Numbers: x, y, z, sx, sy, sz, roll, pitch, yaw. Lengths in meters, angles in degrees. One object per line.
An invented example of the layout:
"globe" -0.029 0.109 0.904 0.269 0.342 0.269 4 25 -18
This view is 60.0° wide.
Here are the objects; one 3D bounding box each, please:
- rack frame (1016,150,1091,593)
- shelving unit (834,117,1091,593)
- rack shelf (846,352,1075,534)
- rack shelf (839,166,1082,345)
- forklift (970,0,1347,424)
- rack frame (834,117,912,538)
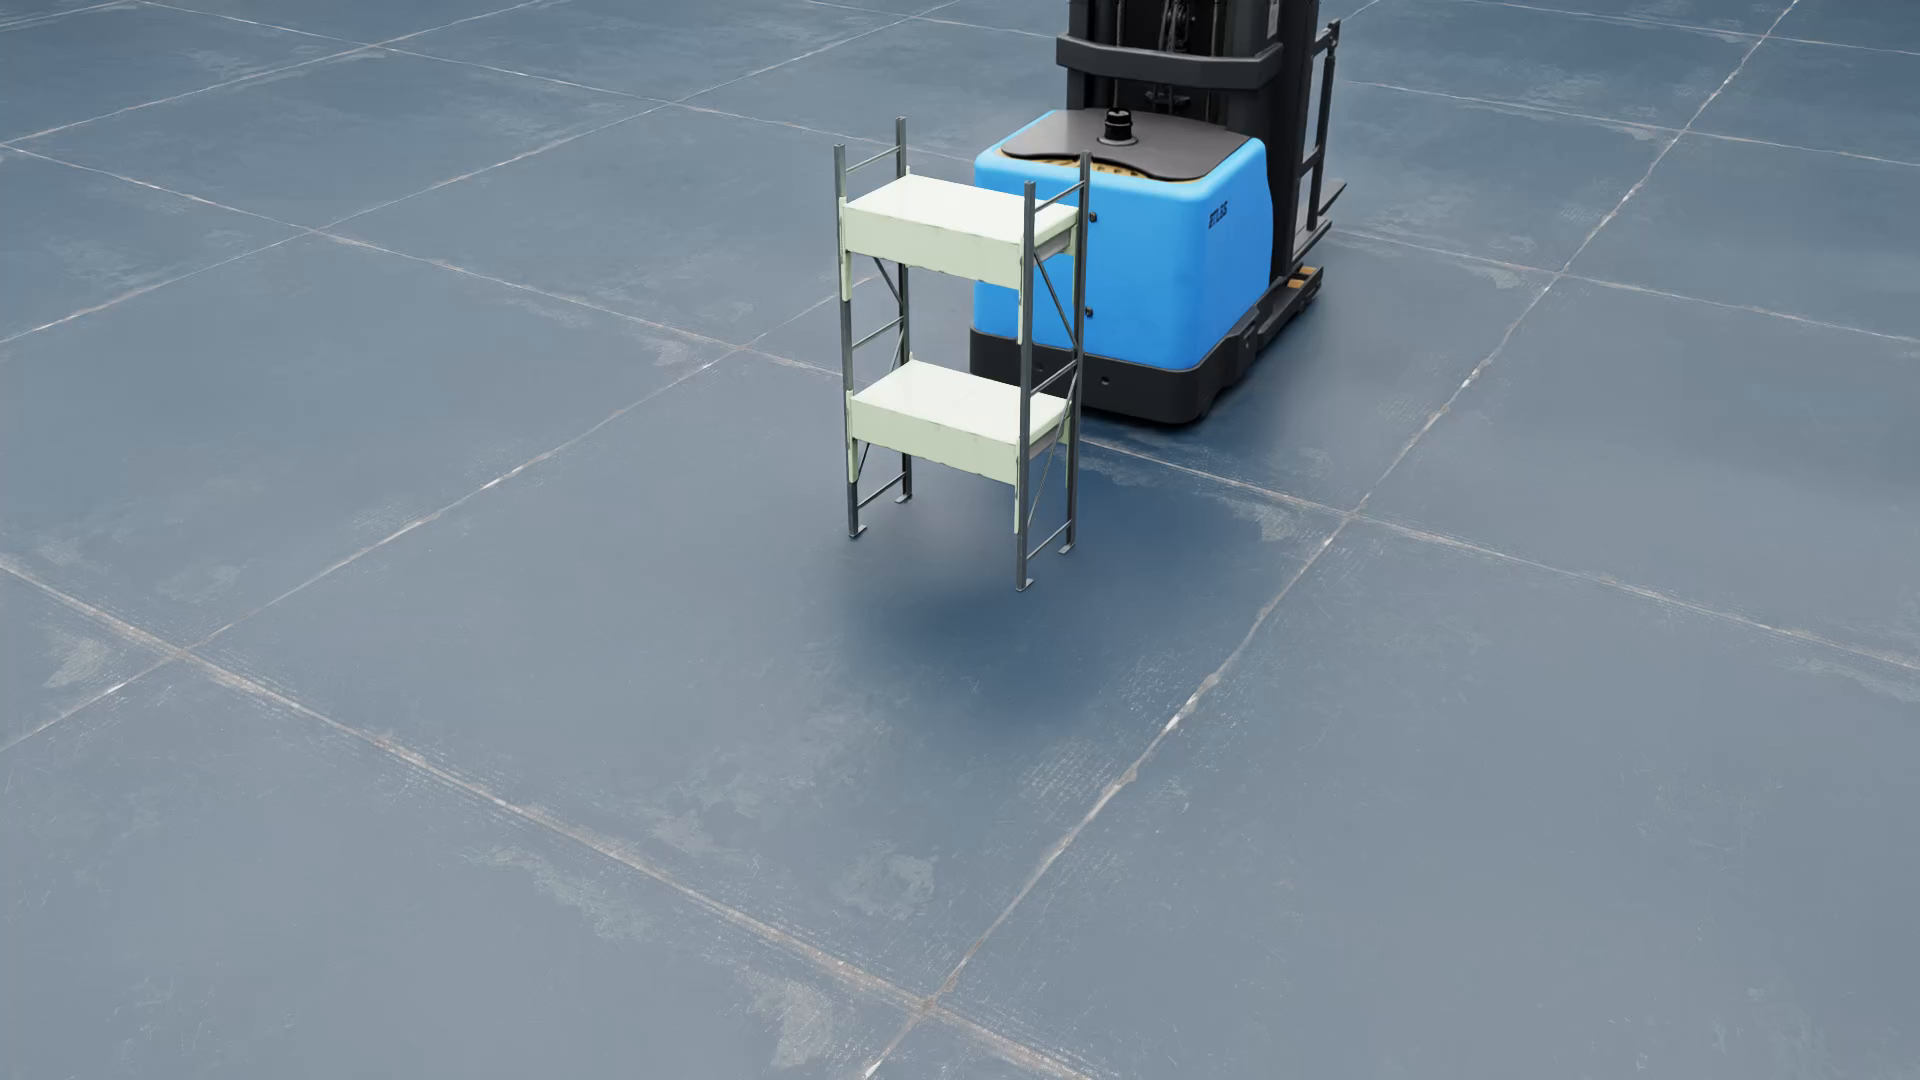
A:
"rack frame" 0.316 -0.548 5.701 0.023 1.500 0.400 18 35 27
"shelving unit" 0.006 -0.646 5.869 0.755 1.500 0.431 18 35 27
"rack shelf" 0.006 -0.364 6.033 0.720 0.370 0.431 18 35 27
"rack shelf" 0.006 -0.983 5.672 0.720 0.370 0.431 18 35 27
"forklift" 1.160 -2.470 7.575 1.130 2.935 3.031 14 33 23
"rack frame" -0.304 -0.744 6.037 0.023 1.500 0.400 18 35 27
